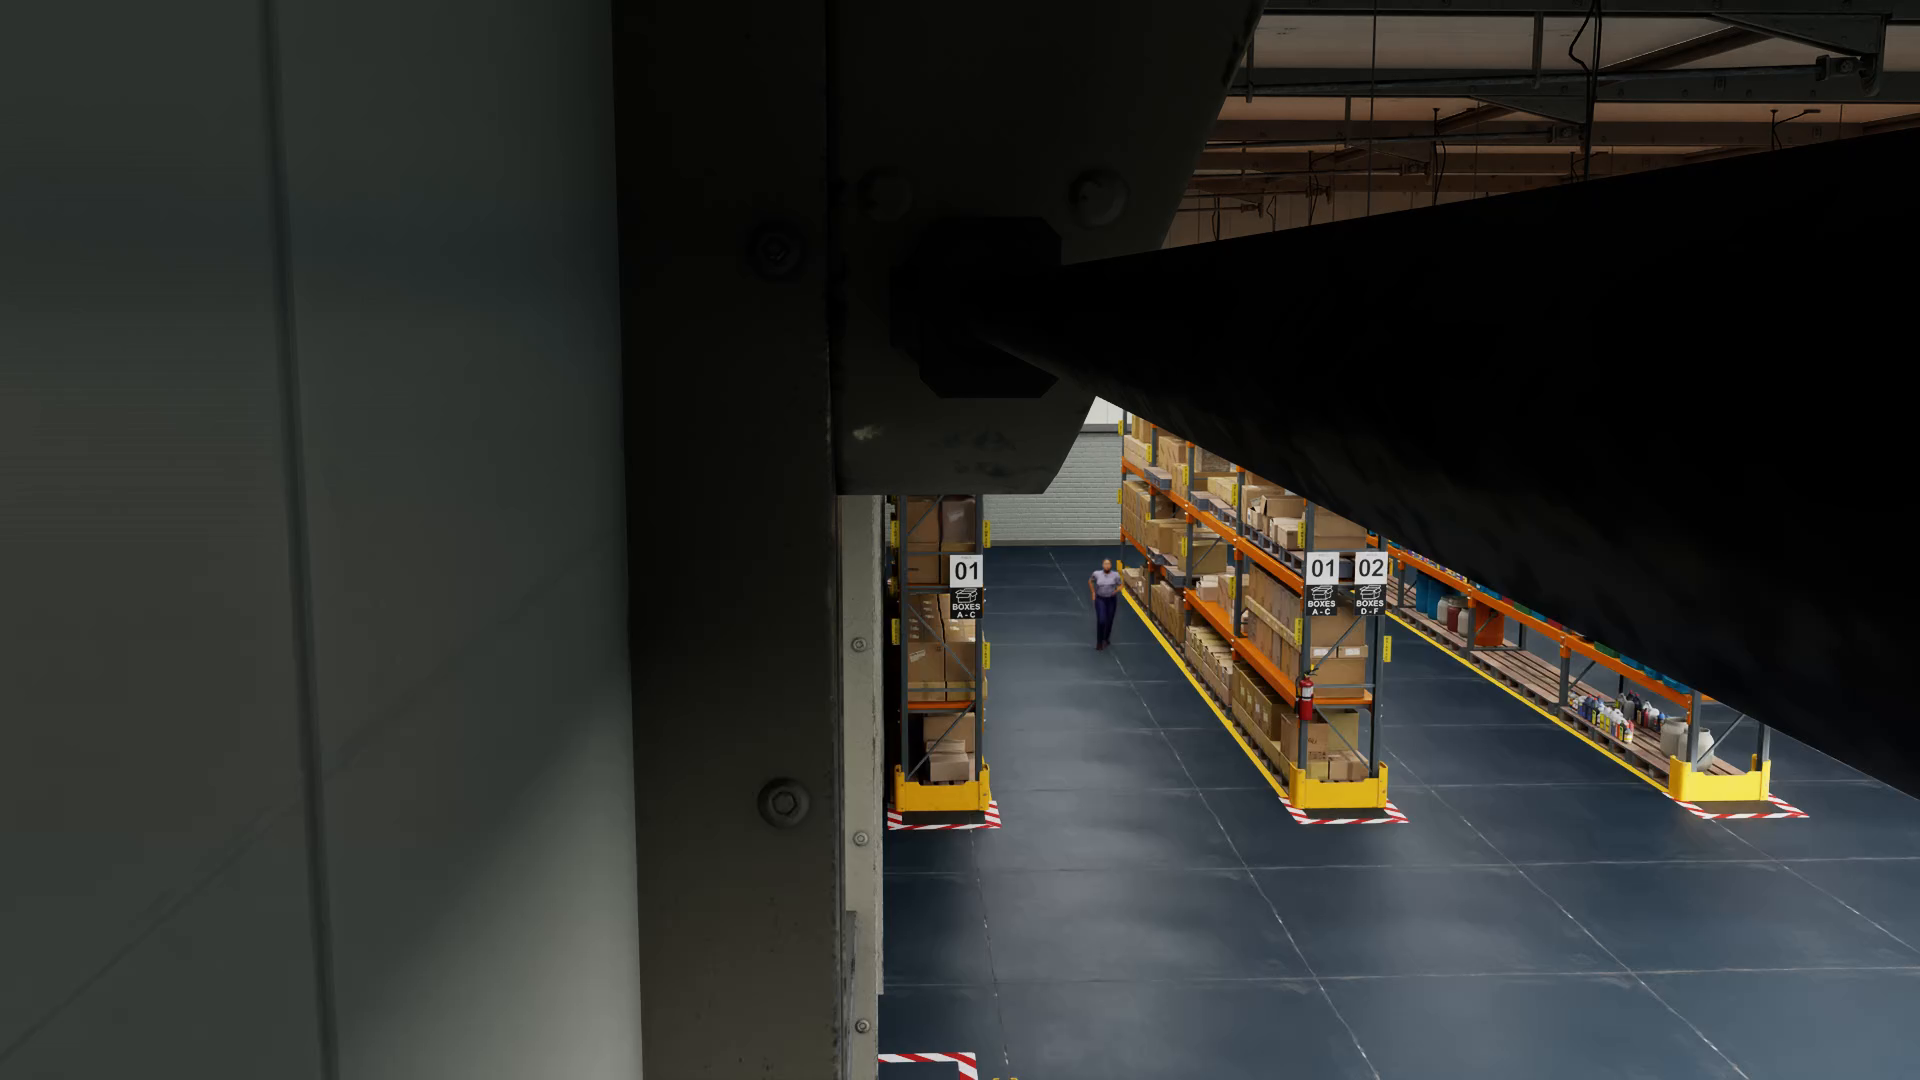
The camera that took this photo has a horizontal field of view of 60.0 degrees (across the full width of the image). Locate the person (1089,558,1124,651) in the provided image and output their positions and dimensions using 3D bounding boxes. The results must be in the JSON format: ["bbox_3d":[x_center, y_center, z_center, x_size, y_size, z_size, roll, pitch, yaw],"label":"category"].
[{"bbox_3d":[2.629,1.158,29.789,0.589,1.697,0.709,-1,8,-5],"label":"person"}]
